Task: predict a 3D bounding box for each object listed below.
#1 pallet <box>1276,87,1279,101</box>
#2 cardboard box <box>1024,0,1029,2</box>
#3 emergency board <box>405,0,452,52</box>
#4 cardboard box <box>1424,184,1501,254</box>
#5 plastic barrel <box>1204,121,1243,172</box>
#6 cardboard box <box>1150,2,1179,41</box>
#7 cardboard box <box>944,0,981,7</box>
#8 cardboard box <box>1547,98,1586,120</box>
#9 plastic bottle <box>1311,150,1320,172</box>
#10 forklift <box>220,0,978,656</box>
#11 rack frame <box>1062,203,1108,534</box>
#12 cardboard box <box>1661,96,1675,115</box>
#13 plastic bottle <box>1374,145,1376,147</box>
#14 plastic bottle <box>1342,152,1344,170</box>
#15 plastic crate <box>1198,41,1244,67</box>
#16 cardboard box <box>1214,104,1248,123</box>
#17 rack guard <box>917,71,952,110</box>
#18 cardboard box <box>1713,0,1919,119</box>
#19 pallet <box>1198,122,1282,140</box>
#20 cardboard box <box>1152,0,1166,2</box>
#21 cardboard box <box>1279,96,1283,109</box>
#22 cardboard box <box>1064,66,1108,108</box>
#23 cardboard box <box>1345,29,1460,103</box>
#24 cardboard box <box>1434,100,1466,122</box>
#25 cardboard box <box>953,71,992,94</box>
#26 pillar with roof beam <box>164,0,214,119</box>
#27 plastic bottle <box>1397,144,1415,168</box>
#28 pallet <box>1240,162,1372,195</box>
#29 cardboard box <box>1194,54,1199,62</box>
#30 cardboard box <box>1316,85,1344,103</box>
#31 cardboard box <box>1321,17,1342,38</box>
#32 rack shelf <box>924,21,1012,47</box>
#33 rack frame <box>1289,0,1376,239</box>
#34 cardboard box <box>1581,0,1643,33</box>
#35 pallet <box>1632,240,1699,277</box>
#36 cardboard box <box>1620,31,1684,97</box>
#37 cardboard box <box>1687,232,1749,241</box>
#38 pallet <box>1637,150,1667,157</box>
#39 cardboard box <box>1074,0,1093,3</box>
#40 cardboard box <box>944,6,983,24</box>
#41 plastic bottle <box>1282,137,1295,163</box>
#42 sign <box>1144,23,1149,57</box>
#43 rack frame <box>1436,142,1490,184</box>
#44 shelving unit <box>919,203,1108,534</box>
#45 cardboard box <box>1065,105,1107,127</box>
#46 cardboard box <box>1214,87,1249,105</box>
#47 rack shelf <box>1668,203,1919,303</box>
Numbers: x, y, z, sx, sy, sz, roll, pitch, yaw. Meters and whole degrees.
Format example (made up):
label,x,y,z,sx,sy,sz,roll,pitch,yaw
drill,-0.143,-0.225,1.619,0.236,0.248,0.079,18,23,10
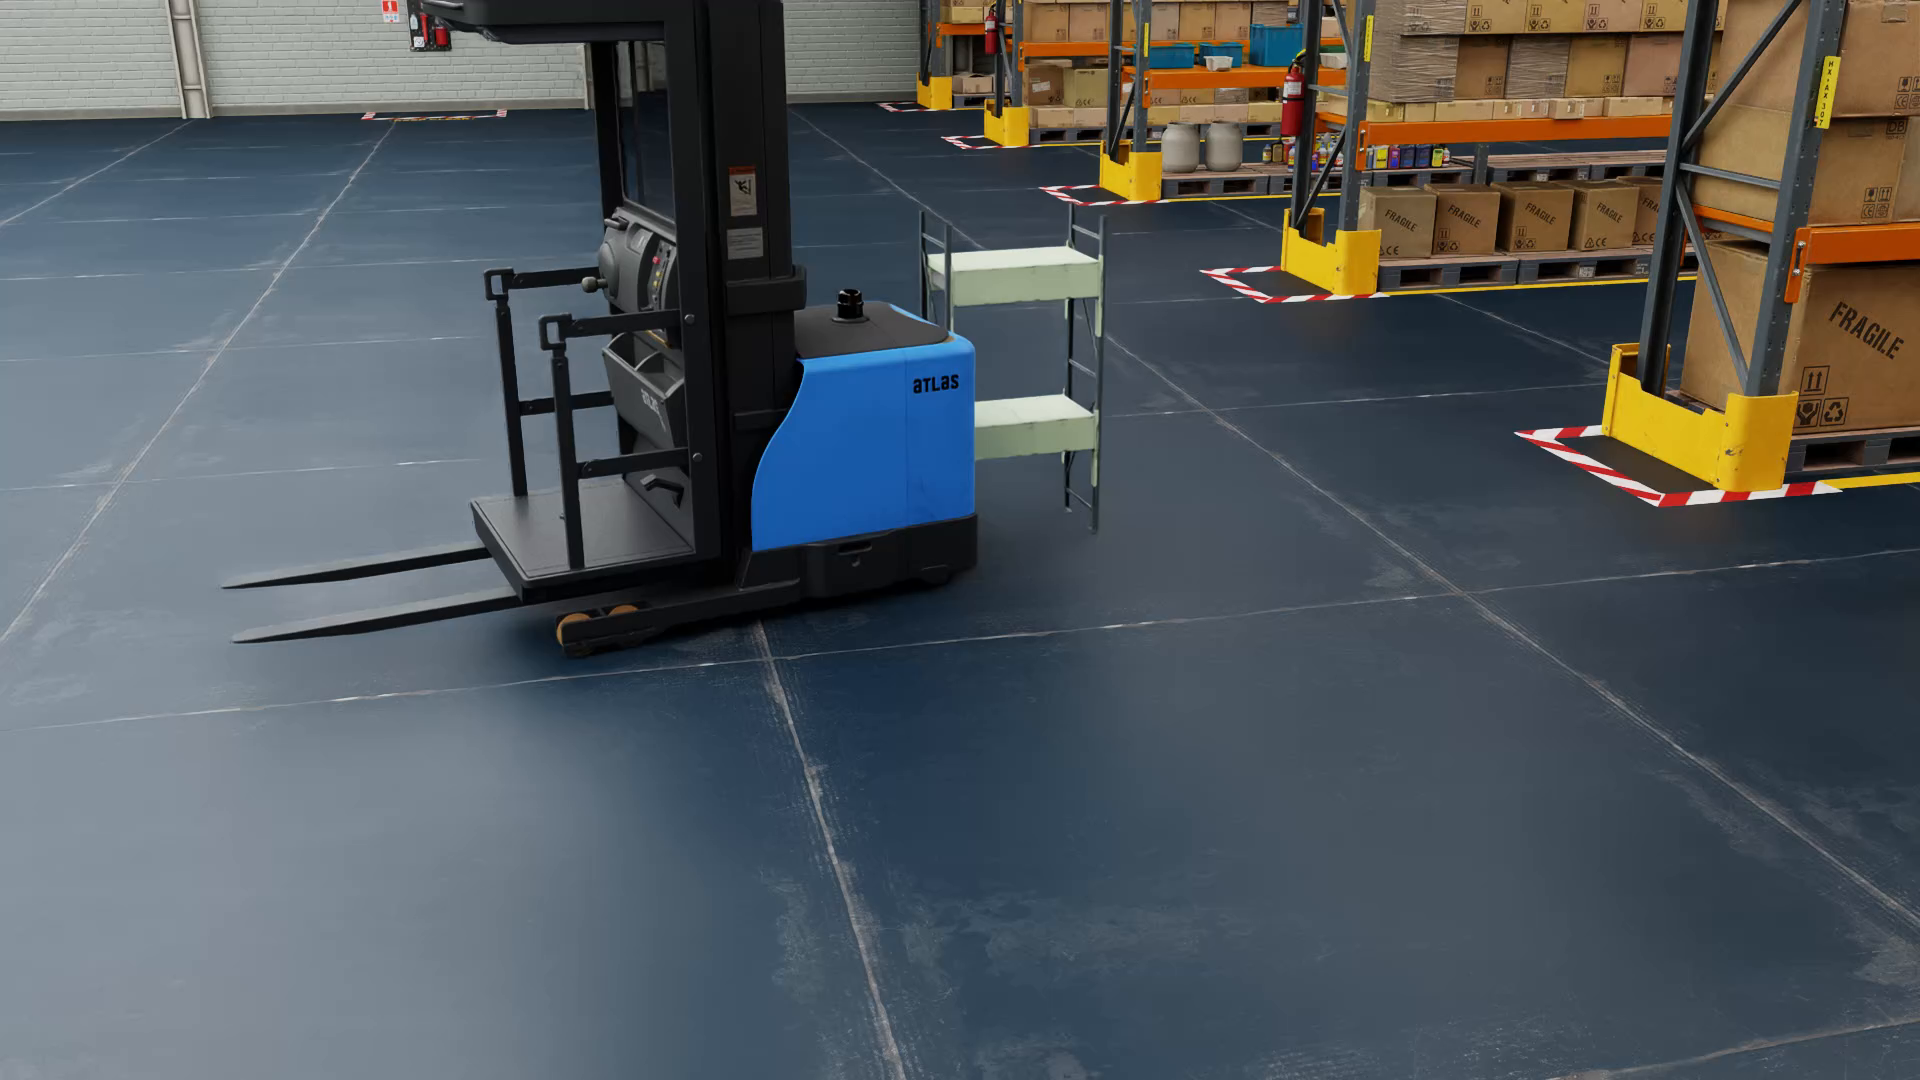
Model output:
label,x,y,z,sx,sy,sz,roll,pitch,yaw
pallet,5.347,-7.665,28.433,1.213,0.211,1.003,-5,21,-12
cardboard box,0.979,-7.286,22.255,0.250,0.149,0.380,-5,21,-13
emergency board,-8.263,-8.185,25.799,0.643,1.169,0.194,-5,21,-12
cardboard box,4.113,-2.650,13.712,0.500,0.500,0.500,1,20,2
plastic barrel,2.898,-4.328,18.276,0.421,0.512,0.421,0,20,0
cardboard box,2.614,-7.043,22.536,0.500,0.500,0.700,-4,21,-11
cardboard box,0.041,-8.726,26.375,0.500,0.500,0.500,-5,21,-12
cardboard box,4.741,-3.435,13.196,0.250,0.149,0.380,-5,21,-12
plastic bottle,3.848,-4.164,18.131,0.133,0.283,0.061,-4,21,-12
forklift,-1.475,-1.124,6.623,3.031,2.935,1.130,-10,22,-25
rack frame,0.583,-0.799,7.816,0.023,1.500,0.400,-7,21,-17
cardboard box,5.684,-3.558,13.533,0.250,0.149,0.380,-5,21,-12
plastic bottle,4.686,-4.447,18.921,0.097,0.271,0.097,0,20,0
plastic bottle,4.252,-4.198,18.240,0.097,0.271,0.097,0,20,0
plastic crate,2.839,-5.301,18.142,0.408,0.251,0.499,-5,21,-12
cardboard box,3.654,-5.917,22.993,0.500,0.250,0.500,-5,21,-12
rack guard,-0.418,-7.330,27.099,0.348,0.500,1.175,-5,21,-12
cardboard box,4.340,-2.450,8.353,0.550,0.550,0.875,-5,21,-12
pallet,3.760,-5.799,23.337,1.213,0.211,1.003,-5,21,-12
cardboard box,2.579,-7.272,22.218,0.250,0.149,0.380,-4,21,-12
cardboard box,4.881,-6.193,23.747,0.500,0.250,0.500,-5,21,-13
cardboard box,1.710,-6.107,22.421,0.500,0.500,0.500,-5,21,-12
cardboard box,3.469,-3.745,13.099,0.500,0.500,0.875,-5,21,-12
cardboard box,3.754,-3.377,13.038,0.250,0.149,0.380,-5,21,-12
cardboard box,0.202,-7.467,27.107,0.500,0.311,0.500,-7,21,-19
pillar with roof beam,-10.697,-9.269,20.036,0.400,9.000,9.100,-5,21,-12
plastic bottle,4.933,-4.299,18.400,0.185,0.351,0.144,-6,21,-15
pallet,3.827,-4.052,18.570,1.213,0.211,1.003,-5,21,-12
cardboard box,4.113,-7.911,28.046,0.500,0.500,0.700,-4,20,-11
cardboard box,5.003,-6.276,23.157,0.500,0.311,0.500,-5,21,-12
cardboard box,5.013,-7.140,23.163,0.500,0.250,0.500,-3,20,-9
rack shelf,1.454,-8.319,27.209,4.000,0.370,1.077,-5,21,-12
rack frame,2.927,-3.524,13.074,0.127,3.000,1.000,-5,21,-12
cardboard box,4.985,-4.251,13.028,0.500,0.500,0.500,-5,21,-12
pallet,6.174,-2.466,14.240,1.213,0.211,1.003,-5,21,-12
cardboard box,5.410,-3.911,13.553,0.500,0.500,0.875,-5,21,-12
cardboard box,6.421,-2.846,14.246,0.500,0.500,0.500,-5,21,-14
pallet,8.810,-4.457,19.676,1.213,0.211,1.003,-5,21,-12
cardboard box,1.582,-7.192,21.998,0.250,0.149,0.380,-5,21,-12
cardboard box,0.056,-8.369,26.490,0.500,0.250,0.500,-5,21,-14
plastic bottle,3.725,-4.412,18.820,0.135,0.276,0.152,-4,21,-12
sign,1.910,-5.127,17.049,0.005,0.325,0.100,-5,21,-12
rack frame,5.680,-5.499,18.464,0.127,3.000,1.000,-5,21,-12
shelving unit,0.236,-0.759,7.707,0.755,1.500,0.431,-7,21,-17
cardboard box,1.710,-5.755,22.552,0.500,0.250,0.500,-5,21,-12
cardboard box,3.654,-6.270,22.866,0.500,0.500,0.500,-5,21,-12
rack shelf,5.916,-1.676,9.076,4.000,0.370,1.077,-5,21,-12
